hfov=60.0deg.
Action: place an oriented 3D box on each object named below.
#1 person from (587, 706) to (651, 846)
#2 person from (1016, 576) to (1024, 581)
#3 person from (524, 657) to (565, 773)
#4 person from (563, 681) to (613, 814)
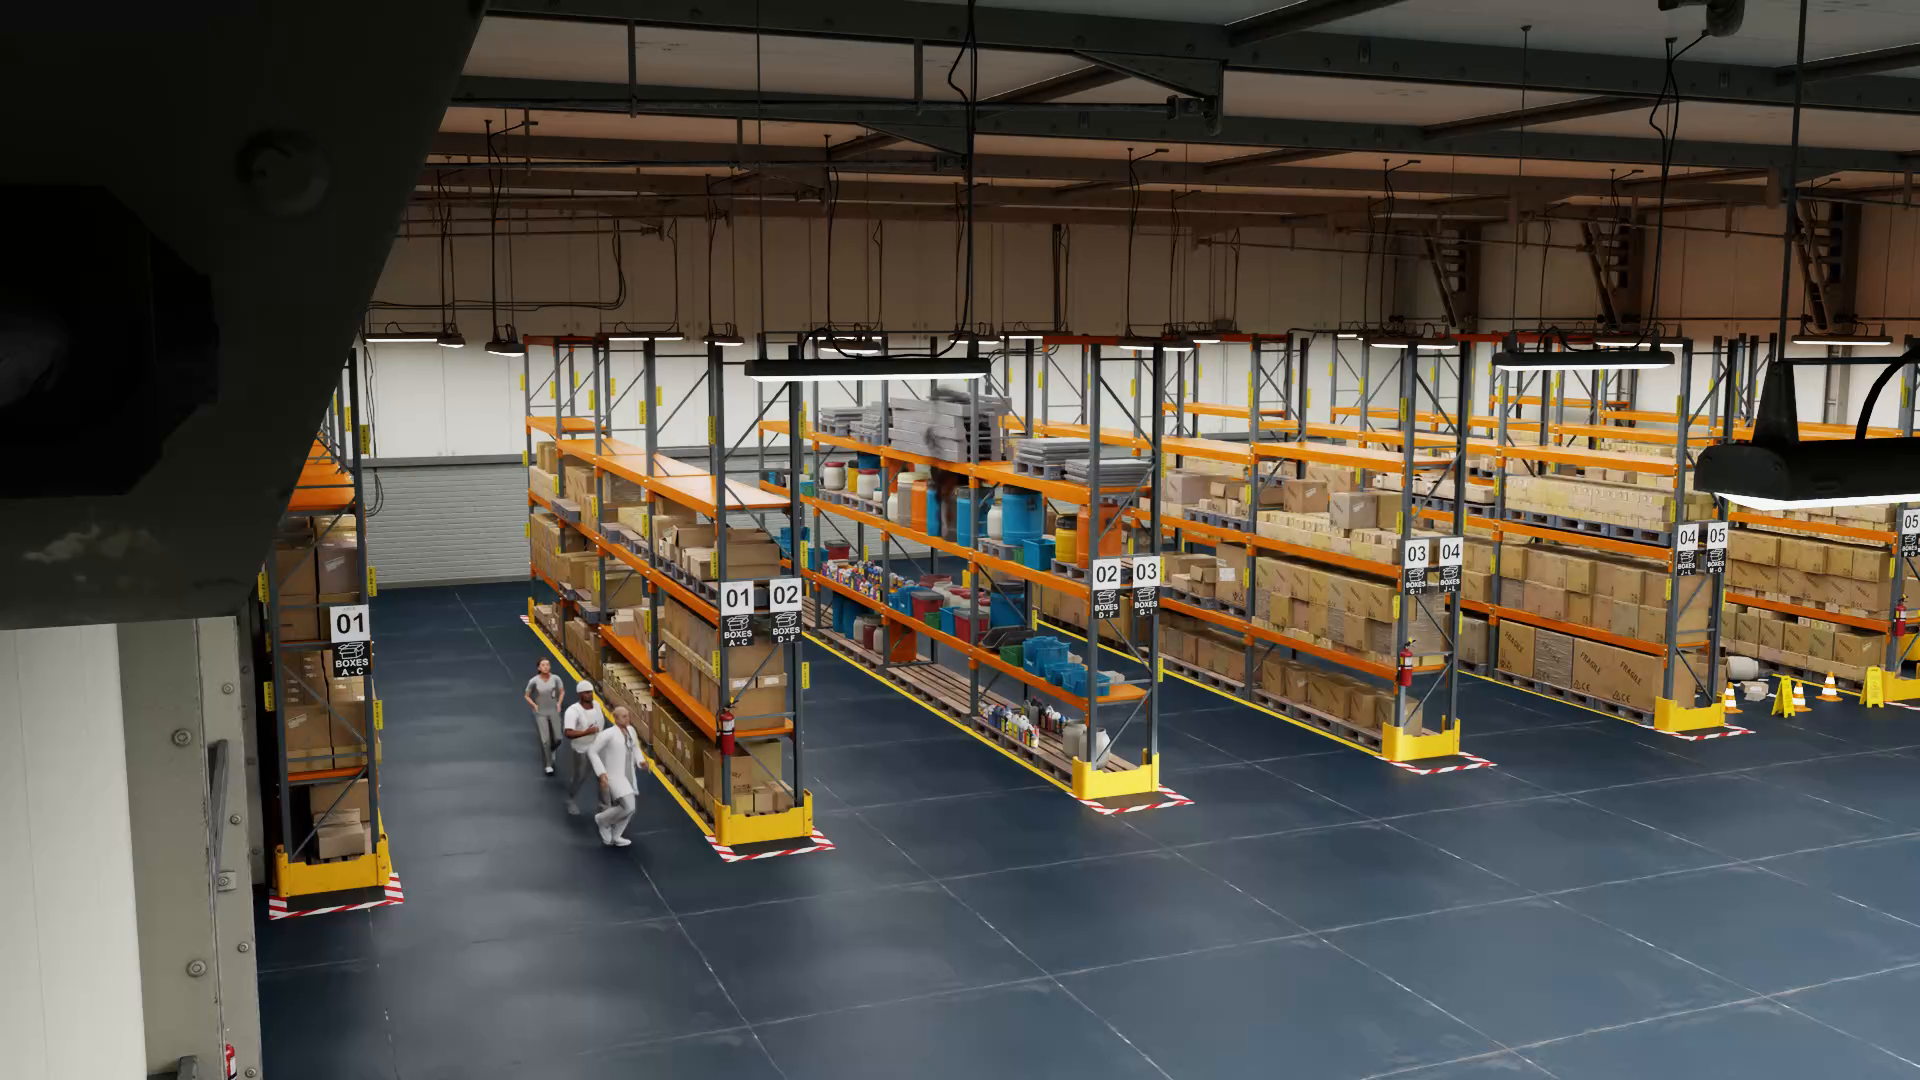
[{"bbox_3d":[-4.032,2.838,19.875,0.671,1.722,0.700,4,9,29],"label":"person"},{"bbox_3d":[0.951,1.308,29.556,0.655,1.675,0.862,-5,9,-32],"label":"person"},{"bbox_3d":[-5.806,2.435,23.312,0.561,1.620,0.590,-3,8,-23],"label":"person"},{"bbox_3d":[-4.689,2.657,20.970,0.695,1.796,0.882,-7,11,-44],"label":"person"}]
